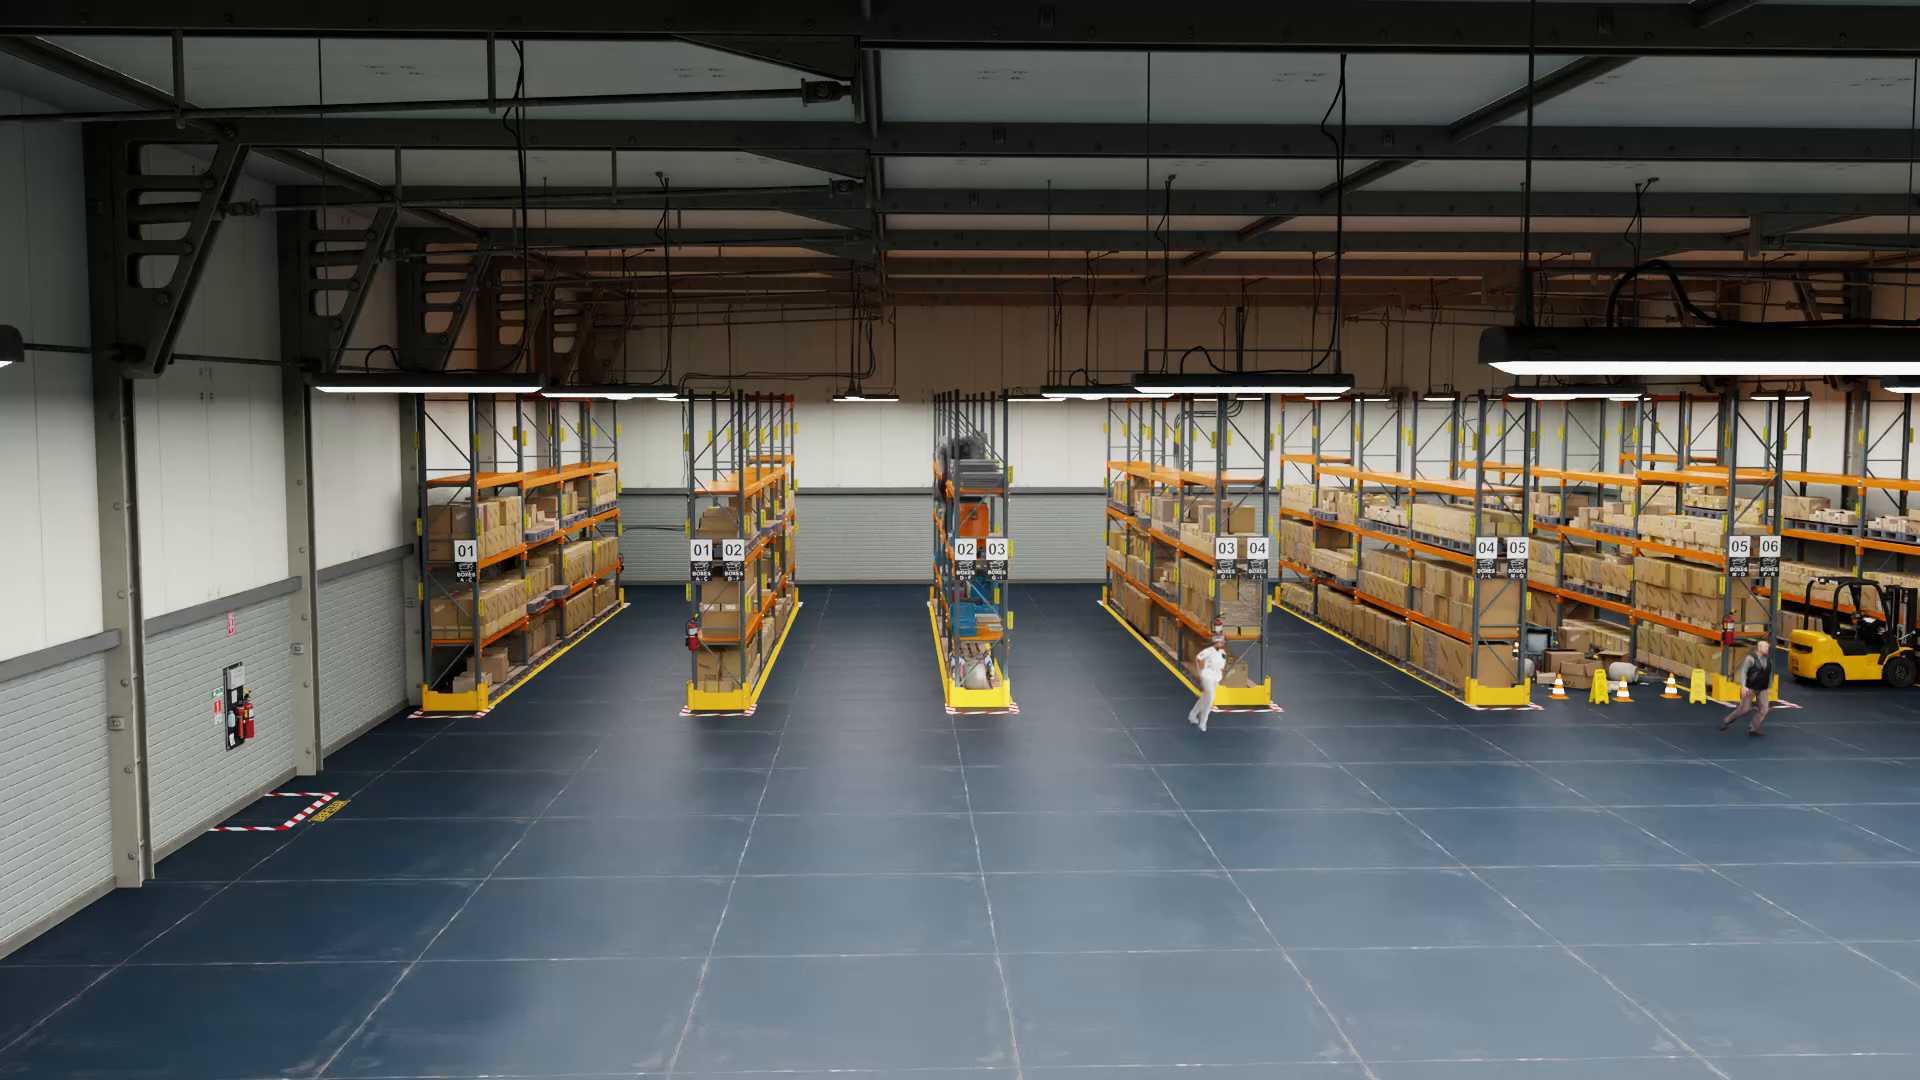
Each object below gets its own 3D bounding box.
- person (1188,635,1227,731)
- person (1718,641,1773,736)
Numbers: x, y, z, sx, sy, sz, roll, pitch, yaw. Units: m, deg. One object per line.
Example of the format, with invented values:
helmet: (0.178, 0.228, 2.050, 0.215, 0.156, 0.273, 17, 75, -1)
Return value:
person: (4.368, 2.495, 29.550, 0.745, 1.645, 0.720, -3, 6, -34)
person: (13.596, 2.553, 28.697, 0.818, 1.659, 0.611, -1, 5, -14)
